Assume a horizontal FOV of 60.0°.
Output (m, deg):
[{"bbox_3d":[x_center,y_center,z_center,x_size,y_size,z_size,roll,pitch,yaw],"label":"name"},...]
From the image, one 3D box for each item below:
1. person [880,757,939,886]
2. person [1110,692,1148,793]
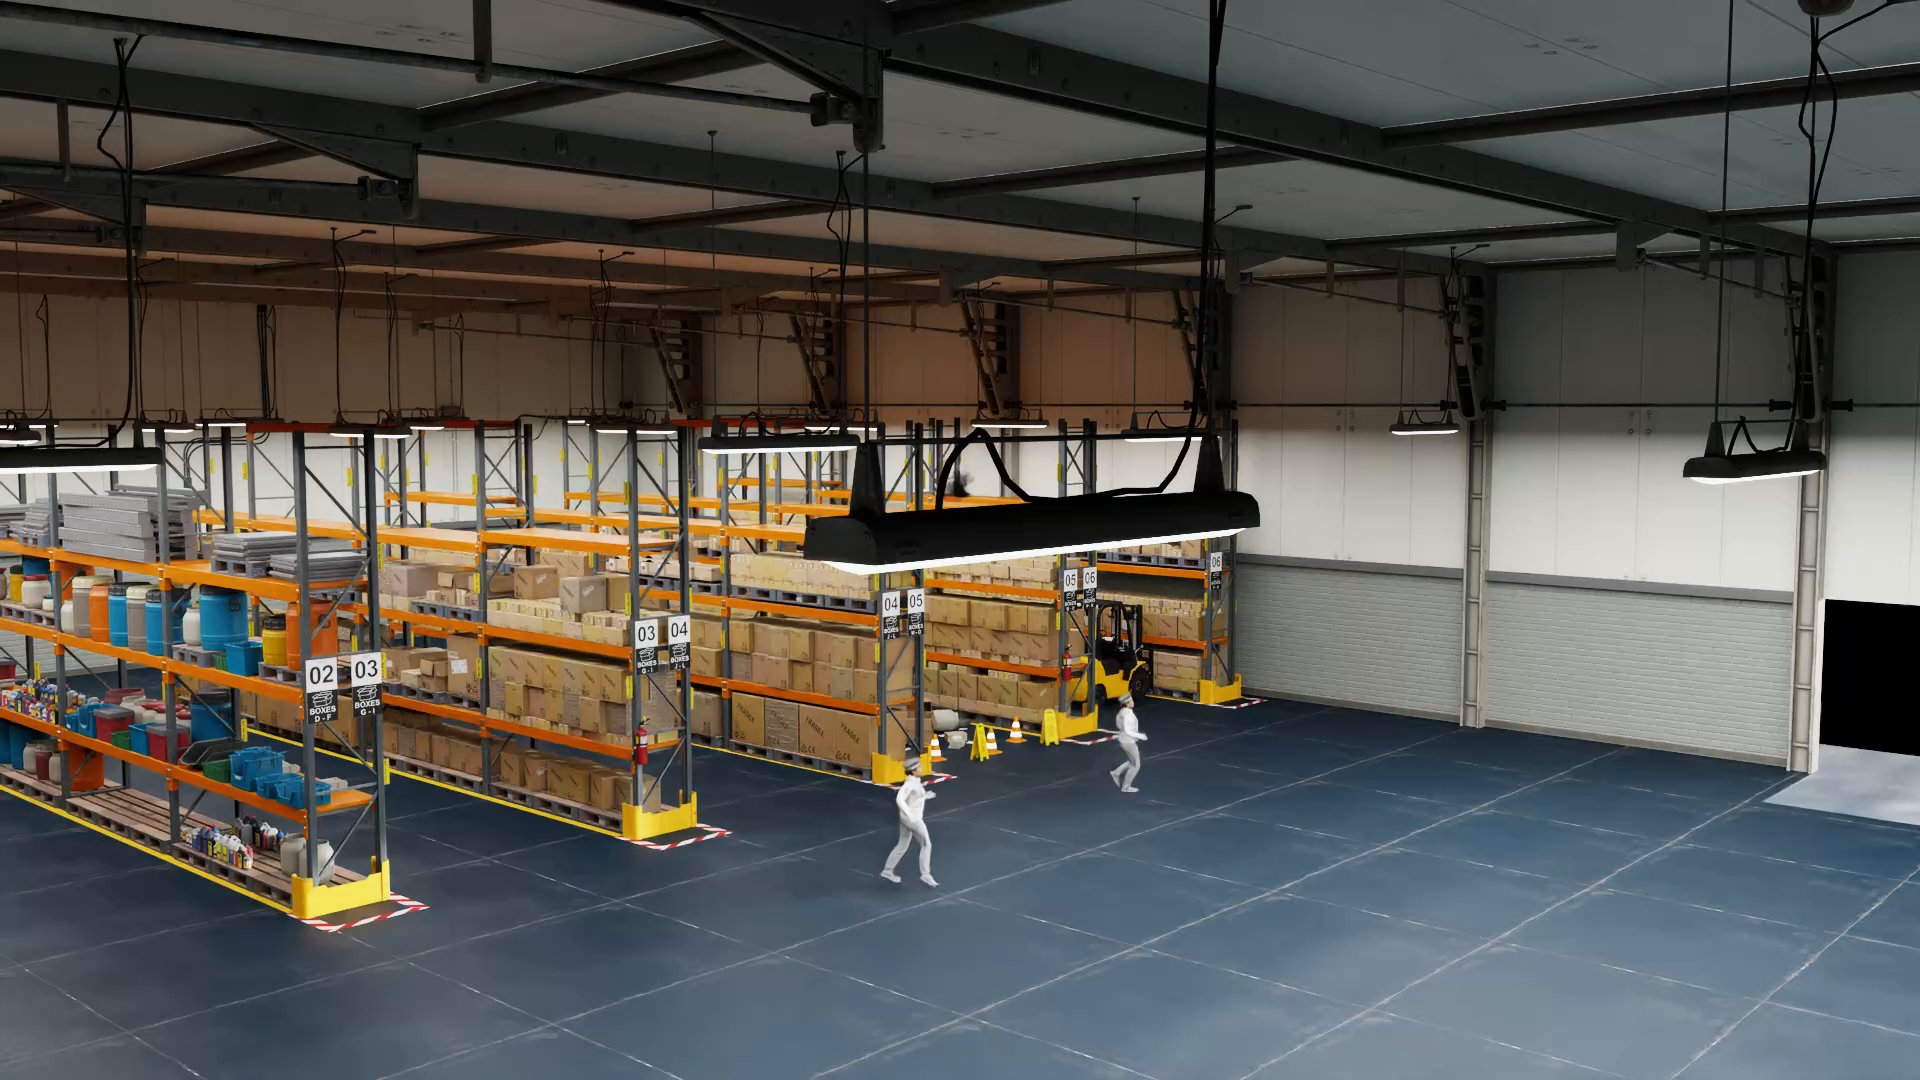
[{"bbox_3d":[-0.671,3.712,21.857,0.770,1.748,0.584,-1,5,-15],"label":"person"},{"bbox_3d":[2.750,3.292,27.090,0.569,1.649,0.605,0,5,-3],"label":"person"}]
